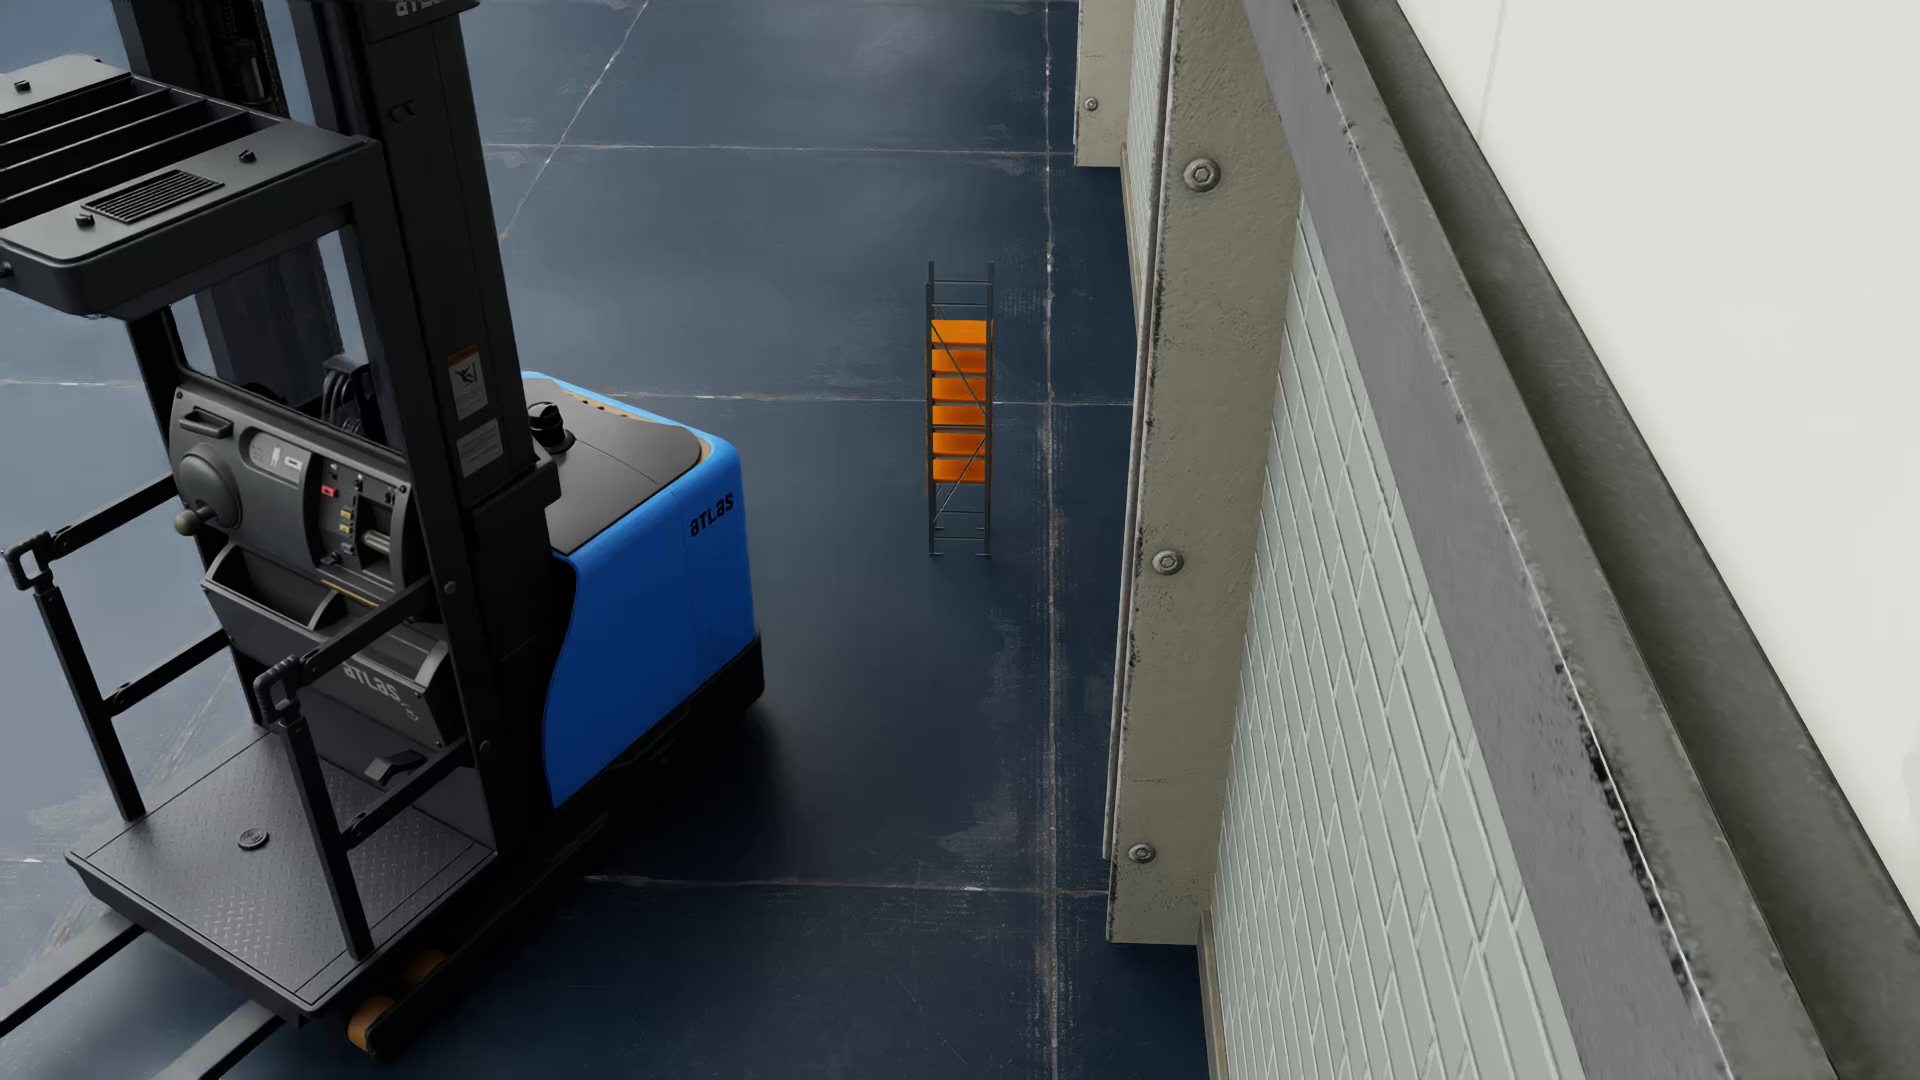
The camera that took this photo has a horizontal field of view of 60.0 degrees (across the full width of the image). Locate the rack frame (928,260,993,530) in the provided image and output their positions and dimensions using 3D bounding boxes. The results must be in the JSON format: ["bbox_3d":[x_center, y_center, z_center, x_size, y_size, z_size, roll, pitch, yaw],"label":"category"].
[{"bbox_3d":[0.003,-0.535,6.468,0.240,1.200,0.006,1,35,2],"label":"rack frame"}]

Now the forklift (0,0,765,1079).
[{"bbox_3d":[-1.903,-0.062,4.289,1.130,2.935,3.031,20,40,26],"label":"forklift"}]

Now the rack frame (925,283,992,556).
[{"bbox_3d":[-0.004,-0.430,6.318,0.240,1.200,0.006,1,35,2],"label":"rack frame"}]

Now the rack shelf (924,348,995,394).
[{"bbox_3d":[-0.001,-0.643,6.281,0.258,0.103,0.180,1,35,2],"label":"rack shelf"}]

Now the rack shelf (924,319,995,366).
[{"bbox_3d":[-0.001,-0.741,6.212,0.258,0.103,0.180,1,35,2],"label":"rack shelf"}]

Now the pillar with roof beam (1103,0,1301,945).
[{"bbox_3d":[-3.696,-2.678,2.734,9.100,9.000,0.400,1,35,2],"label":"pillar with roof beam"}]

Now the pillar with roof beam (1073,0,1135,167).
[{"bbox_3d":[-3.455,-6.125,7.639,9.100,9.000,0.400,1,35,2],"label":"pillar with roof beam"}]

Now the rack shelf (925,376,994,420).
[{"bbox_3d":[-0.001,-0.544,6.350,0.258,0.103,0.180,1,35,2],"label":"rack shelf"}]

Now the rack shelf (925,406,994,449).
[{"bbox_3d":[-0.001,-0.446,6.419,0.258,0.103,0.180,1,35,2],"label":"rack shelf"}]

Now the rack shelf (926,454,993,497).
[{"bbox_3d":[-0.001,-0.250,6.557,0.258,0.103,0.180,1,35,2],"label":"rack shelf"}]

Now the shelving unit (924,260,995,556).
[{"bbox_3d":[-0.001,-0.483,6.393,0.258,1.200,0.189,1,35,2],"label":"shelving unit"}]

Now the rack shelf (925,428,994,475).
[{"bbox_3d":[-0.001,-0.348,6.488,0.258,0.103,0.180,1,35,2],"label":"rack shelf"}]
